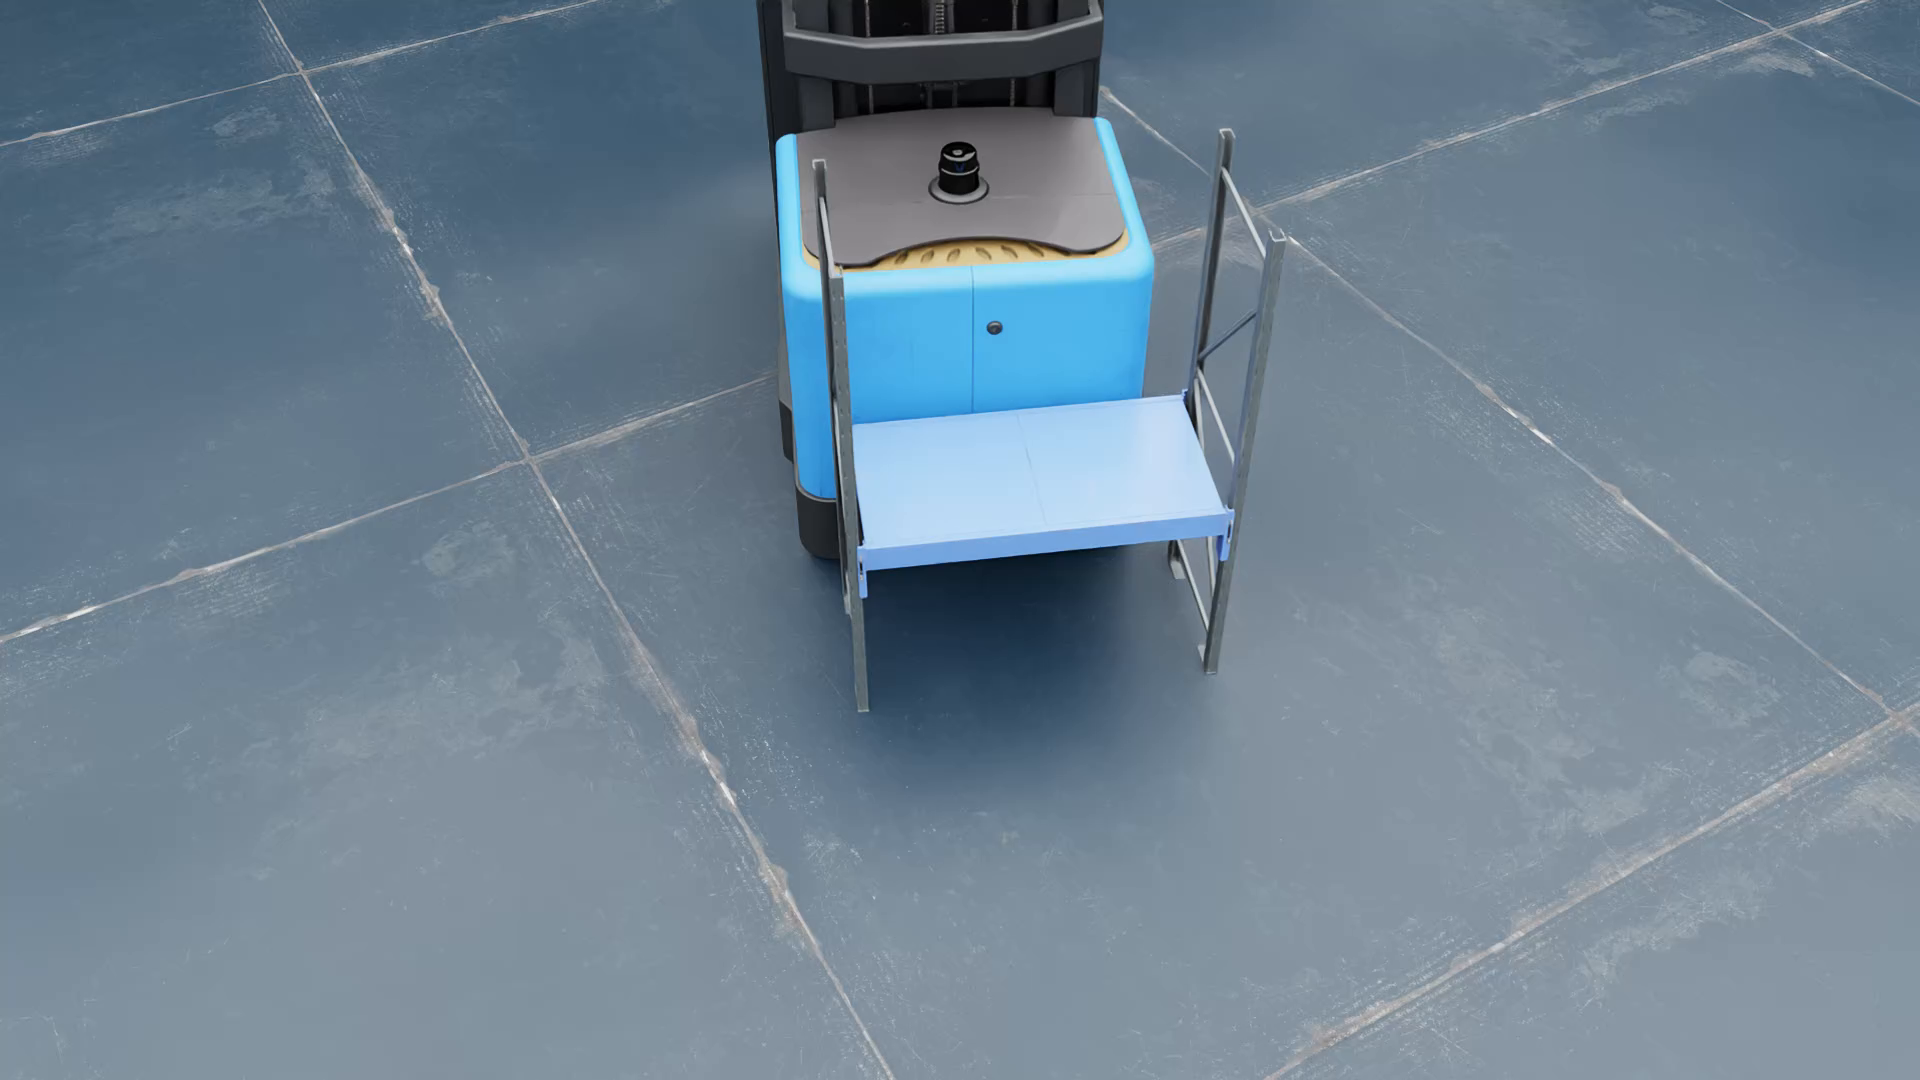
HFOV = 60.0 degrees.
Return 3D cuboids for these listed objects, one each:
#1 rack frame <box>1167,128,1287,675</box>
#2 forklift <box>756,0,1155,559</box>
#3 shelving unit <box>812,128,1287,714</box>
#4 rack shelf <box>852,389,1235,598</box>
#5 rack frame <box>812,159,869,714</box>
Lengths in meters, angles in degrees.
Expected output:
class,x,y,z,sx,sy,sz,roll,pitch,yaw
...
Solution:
class,x,y,z,sx,sy,sz,roll,pitch,yaw
rack frame,0.697,-0.317,4.500,0.032,1.500,0.500,-6,44,-6
forklift,-0.118,-2.021,5.228,1.130,2.935,3.031,-4,44,-4
shelving unit,0.194,-0.267,4.449,1.048,1.500,0.538,-6,44,-6
rack shelf,0.194,-0.138,4.574,1.000,0.185,0.538,-6,44,-6
rack frame,-0.309,-0.217,4.397,0.032,1.500,0.500,-6,44,-6
